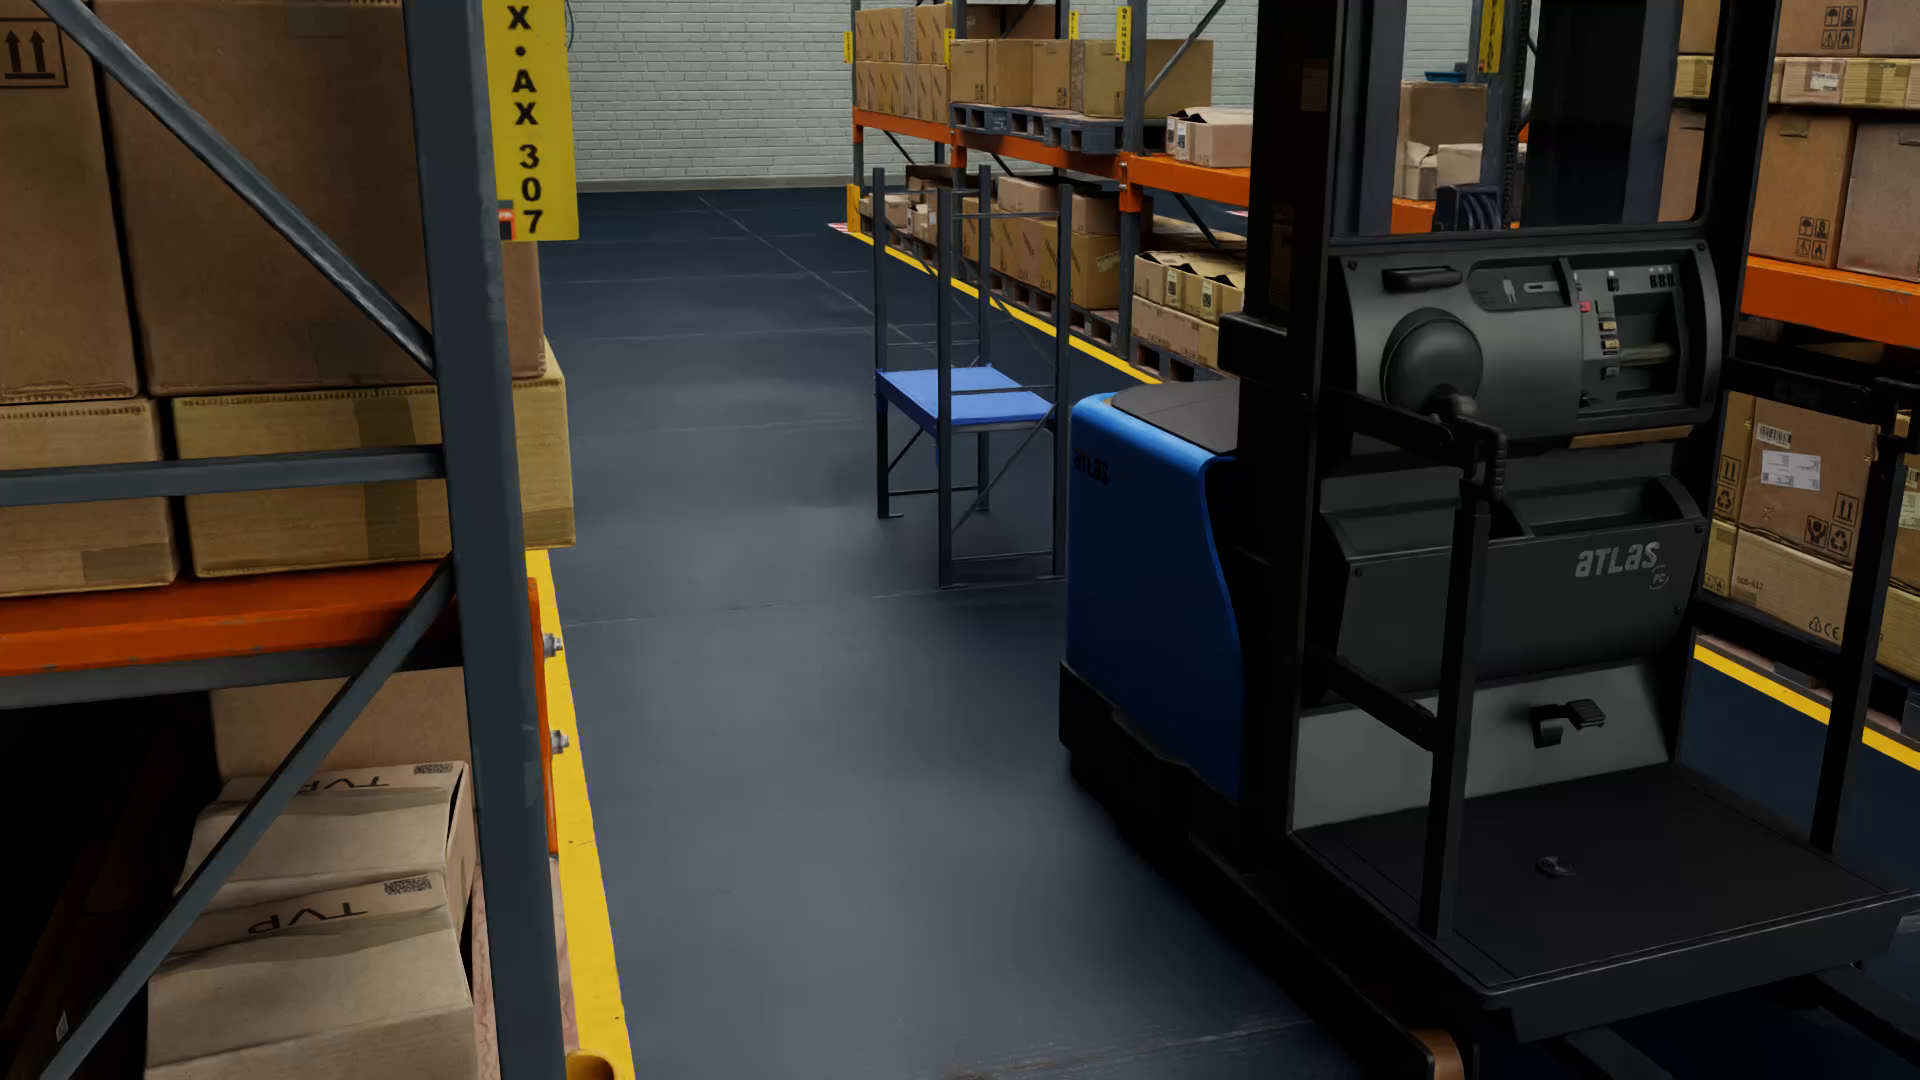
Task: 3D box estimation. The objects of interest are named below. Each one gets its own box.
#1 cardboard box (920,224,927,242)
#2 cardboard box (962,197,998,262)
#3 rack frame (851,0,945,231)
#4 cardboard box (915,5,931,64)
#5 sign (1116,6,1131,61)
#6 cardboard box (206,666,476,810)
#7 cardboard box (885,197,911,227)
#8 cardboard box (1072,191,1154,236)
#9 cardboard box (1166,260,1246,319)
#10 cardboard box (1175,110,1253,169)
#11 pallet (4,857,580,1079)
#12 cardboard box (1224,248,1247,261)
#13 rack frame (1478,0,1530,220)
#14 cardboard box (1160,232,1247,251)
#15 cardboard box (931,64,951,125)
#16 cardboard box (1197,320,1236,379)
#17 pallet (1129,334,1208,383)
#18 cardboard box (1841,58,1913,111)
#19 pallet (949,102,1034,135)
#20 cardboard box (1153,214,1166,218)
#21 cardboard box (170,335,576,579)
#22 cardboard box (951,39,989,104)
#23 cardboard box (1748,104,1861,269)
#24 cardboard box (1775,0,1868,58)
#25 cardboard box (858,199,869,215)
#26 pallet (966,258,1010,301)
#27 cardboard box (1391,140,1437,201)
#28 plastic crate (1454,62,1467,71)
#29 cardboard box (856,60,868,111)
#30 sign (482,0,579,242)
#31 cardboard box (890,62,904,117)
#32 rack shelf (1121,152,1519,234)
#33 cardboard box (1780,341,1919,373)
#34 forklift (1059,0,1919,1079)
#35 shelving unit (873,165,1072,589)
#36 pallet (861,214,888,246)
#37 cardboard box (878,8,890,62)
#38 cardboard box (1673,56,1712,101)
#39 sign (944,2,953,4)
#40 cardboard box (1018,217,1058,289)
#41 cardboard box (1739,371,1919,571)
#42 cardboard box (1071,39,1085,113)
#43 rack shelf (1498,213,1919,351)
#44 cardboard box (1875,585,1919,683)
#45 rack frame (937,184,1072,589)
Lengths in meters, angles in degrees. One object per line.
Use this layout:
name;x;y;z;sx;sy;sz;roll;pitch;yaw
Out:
cardboard box;-0.155;-2.849;15.412;0.380;0.149;0.250;-5;17;-15
cardboard box;0.334;-2.630;14.072;0.500;0.500;0.500;-6;18;-18
rack frame;-0.664;-4.875;17.969;1.000;3.000;0.127;-5;17;-15
cardboard box;-0.096;-4.557;14.996;0.500;0.500;0.500;-5;17;-16
sign;1.015;-3.134;10.295;0.100;0.325;0.005;-5;17;-15
cardboard box;-1.443;0.366;4.099;0.700;0.500;0.500;-6;18;-19
cardboard box;-0.512;-3.320;16.805;0.500;0.250;0.500;-5;17;-15
cardboard box;1.032;-2.291;11.641;0.500;0.250;0.500;-4;17;-13
cardboard box;1.549;-1.503;9.816;0.500;0.311;0.500;-5;17;-17
cardboard box;1.594;-2.357;9.740;0.500;0.311;0.500;-5;17;-16
pallet;-1.239;1.030;3.157;1.003;0.211;1.213;-5;17;-15
cardboard box;1.915;-1.690;10.439;0.500;0.311;0.500;-4;17;-14
rack frame;2.634;-1.556;6.919;1.000;3.000;0.127;-5;17;-15
cardboard box;1.684;-1.825;11.393;0.500;0.500;0.500;-4;17;-13
cardboard box;0.051;-3.935;14.664;0.500;0.500;0.500;-4;17;-14
cardboard box;1.684;-1.096;9.438;0.500;0.250;0.500;-5;17;-17
pallet;1.723;-1.096;10.235;1.003;0.211;1.213;-5;17;-15
cardboard box;2.951;-1.397;5.087;0.380;0.149;0.250;-5;17;-16
pallet;0.550;-3.447;13.549;1.003;0.211;1.213;-5;17;-15
cardboard box;1.254;-2.252;12.816;0.500;0.500;0.500;-5;18;-17
cardboard box;-0.858;-0.155;2.480;0.500;0.250;0.500;-5;17;-17
cardboard box;0.350;-3.869;13.716;0.700;0.500;0.500;-12;20;-34
cardboard box;3.047;-1.197;5.550;0.700;0.500;0.500;-4;17;-14
cardboard box;3.039;-1.825;5.384;0.700;0.500;0.500;-5;17;-15
cardboard box;-0.879;-3.578;17.840;0.380;0.149;0.250;-5;17;-15
pallet;0.695;-2.211;13.948;1.003;0.211;1.213;-5;17;-15
cardboard box;2.216;-1.721;7.699;0.396;0.266;0.258;-5;17;-17
plastic crate;5.195;-4.486;16.456;0.402;0.464;0.583;-5;17;-15
cardboard box;-0.796;-4.780;17.477;0.500;0.500;0.500;-4;17;-14
sign;-0.507;-0.515;1.946;0.100;0.325;0.005;-5;17;-15
cardboard box;-0.378;-4.360;16.079;0.500;0.500;0.500;-4;17;-15
rack shelf;2.084;-1.765;8.864;1.077;0.370;4.000;-5;17;-15
cardboard box;3.239;-0.411;5.854;0.500;0.500;0.500;-5;17;-15
forklift;1.278;-0.426;3.276;1.130;2.935;3.031;-6;18;-20
shelving unit;0.023;-0.695;6.658;0.538;1.500;1.048;-5;17;-15
pallet;-0.423;-3.298;17.566;1.003;0.211;1.213;-5;17;-15
cardboard box;-0.512;-4.976;16.391;0.500;0.500;0.500;-4;17;-14
cardboard box;2.737;-1.612;5.803;0.380;0.149;0.250;-5;17;-16
sign;-0.125;-5.620;17.885;0.100;0.325;0.005;-5;17;-15
cardboard box;0.760;-2.204;12.656;0.500;0.500;0.500;-5;18;-17
cardboard box;2.875;-0.232;5.256;0.500;0.500;0.500;-5;17;-15
cardboard box;1.185;-3.345;11.970;0.700;0.500;0.500;-1;17;-5
rack shelf;3.183;-0.658;5.181;1.077;0.370;4.000;-5;17;-15
cardboard box;3.014;0.265;4.904;0.500;0.250;0.500;-5;17;-15
rack frame;0.163;-0.554;6.190;0.500;1.500;0.032;-5;17;-15
